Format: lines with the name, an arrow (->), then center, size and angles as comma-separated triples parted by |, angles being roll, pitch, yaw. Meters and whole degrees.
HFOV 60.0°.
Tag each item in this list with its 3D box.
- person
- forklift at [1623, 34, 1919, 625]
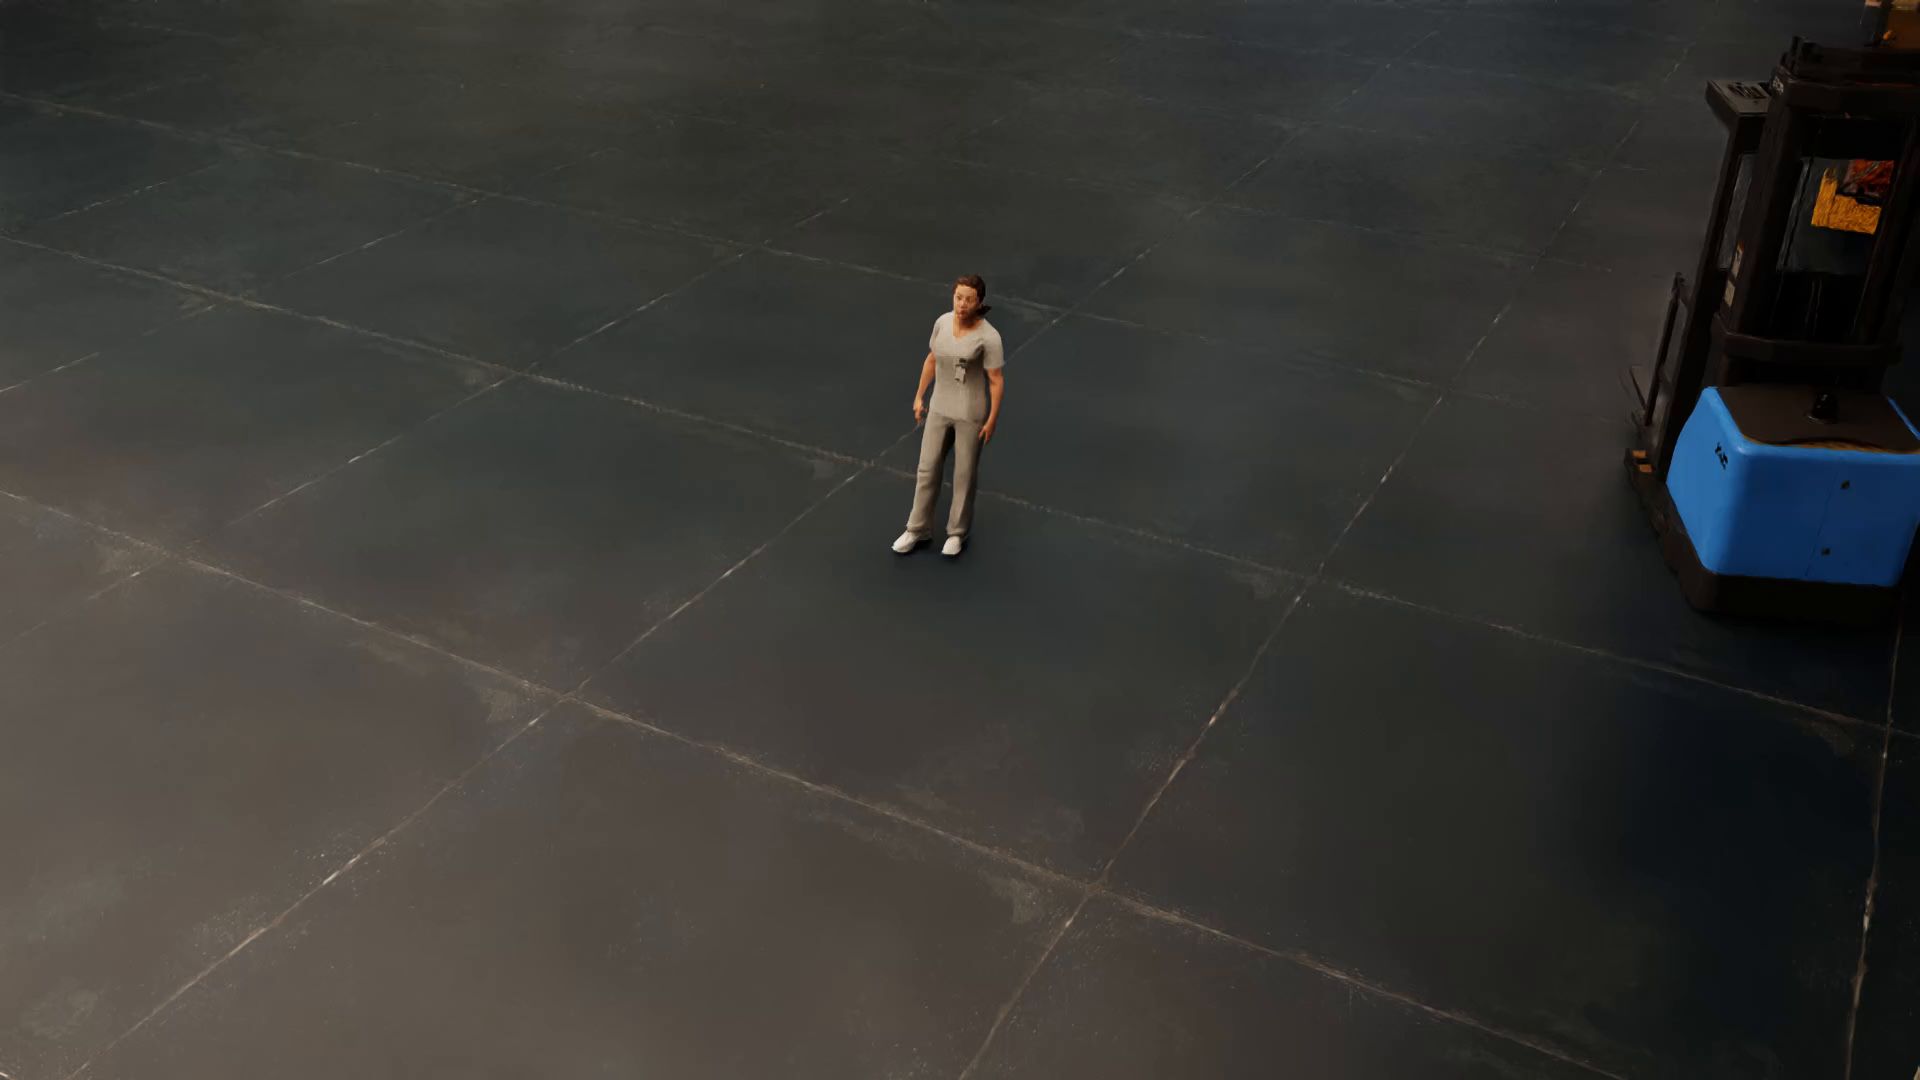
person -> -0.047, -0.703, 9.530 | 0.550, 1.674, 0.548 | 15, 33, 25
forklift -> 4.807, -1.524, 9.712 | 1.130, 2.935, 3.031 | 4, 30, 8
